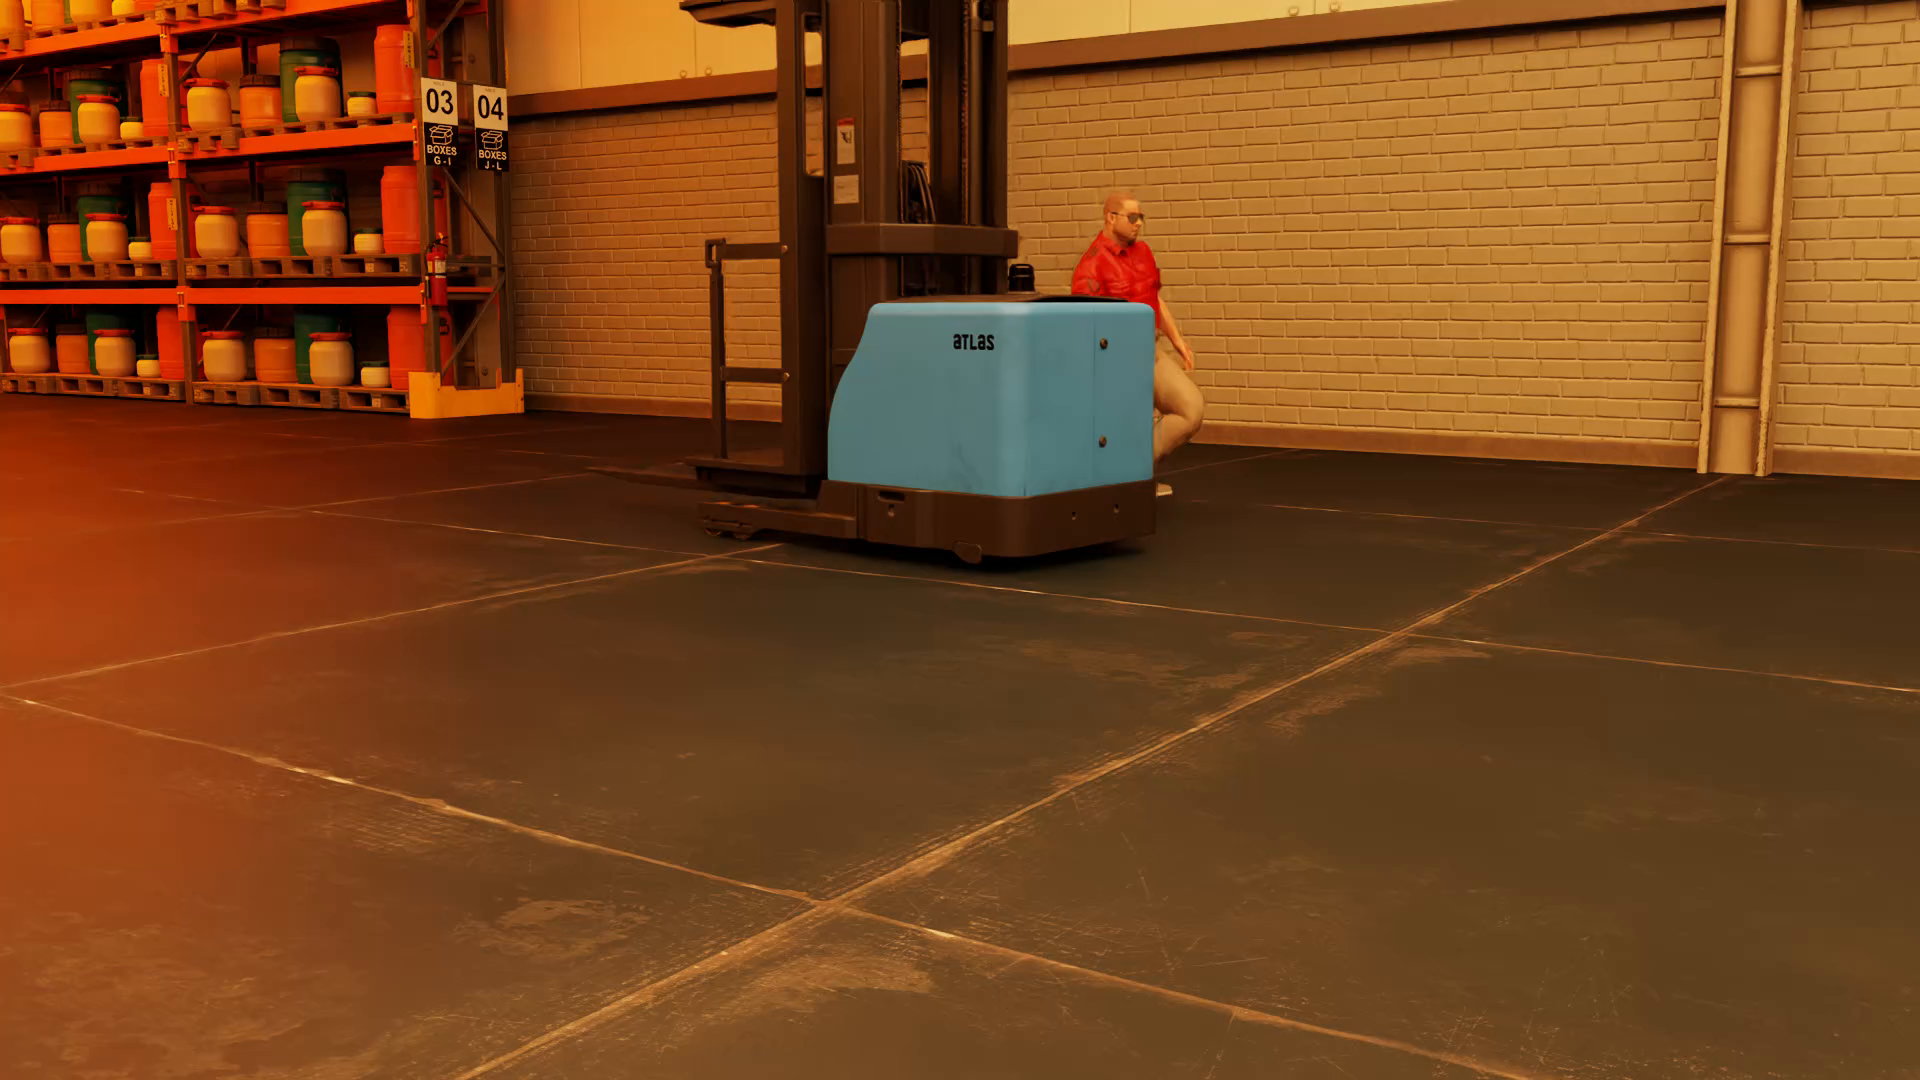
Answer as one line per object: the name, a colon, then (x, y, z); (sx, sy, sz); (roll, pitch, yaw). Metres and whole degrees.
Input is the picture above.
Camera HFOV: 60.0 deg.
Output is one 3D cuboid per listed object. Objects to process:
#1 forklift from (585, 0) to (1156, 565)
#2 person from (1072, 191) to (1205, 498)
forklift: (-0.586, -1.499, 7.733); (3.031, 2.935, 1.130); (7, 11, 40)
person: (0.871, -0.938, 8.412); (0.776, 1.623, 0.506); (-7, 11, -41)
